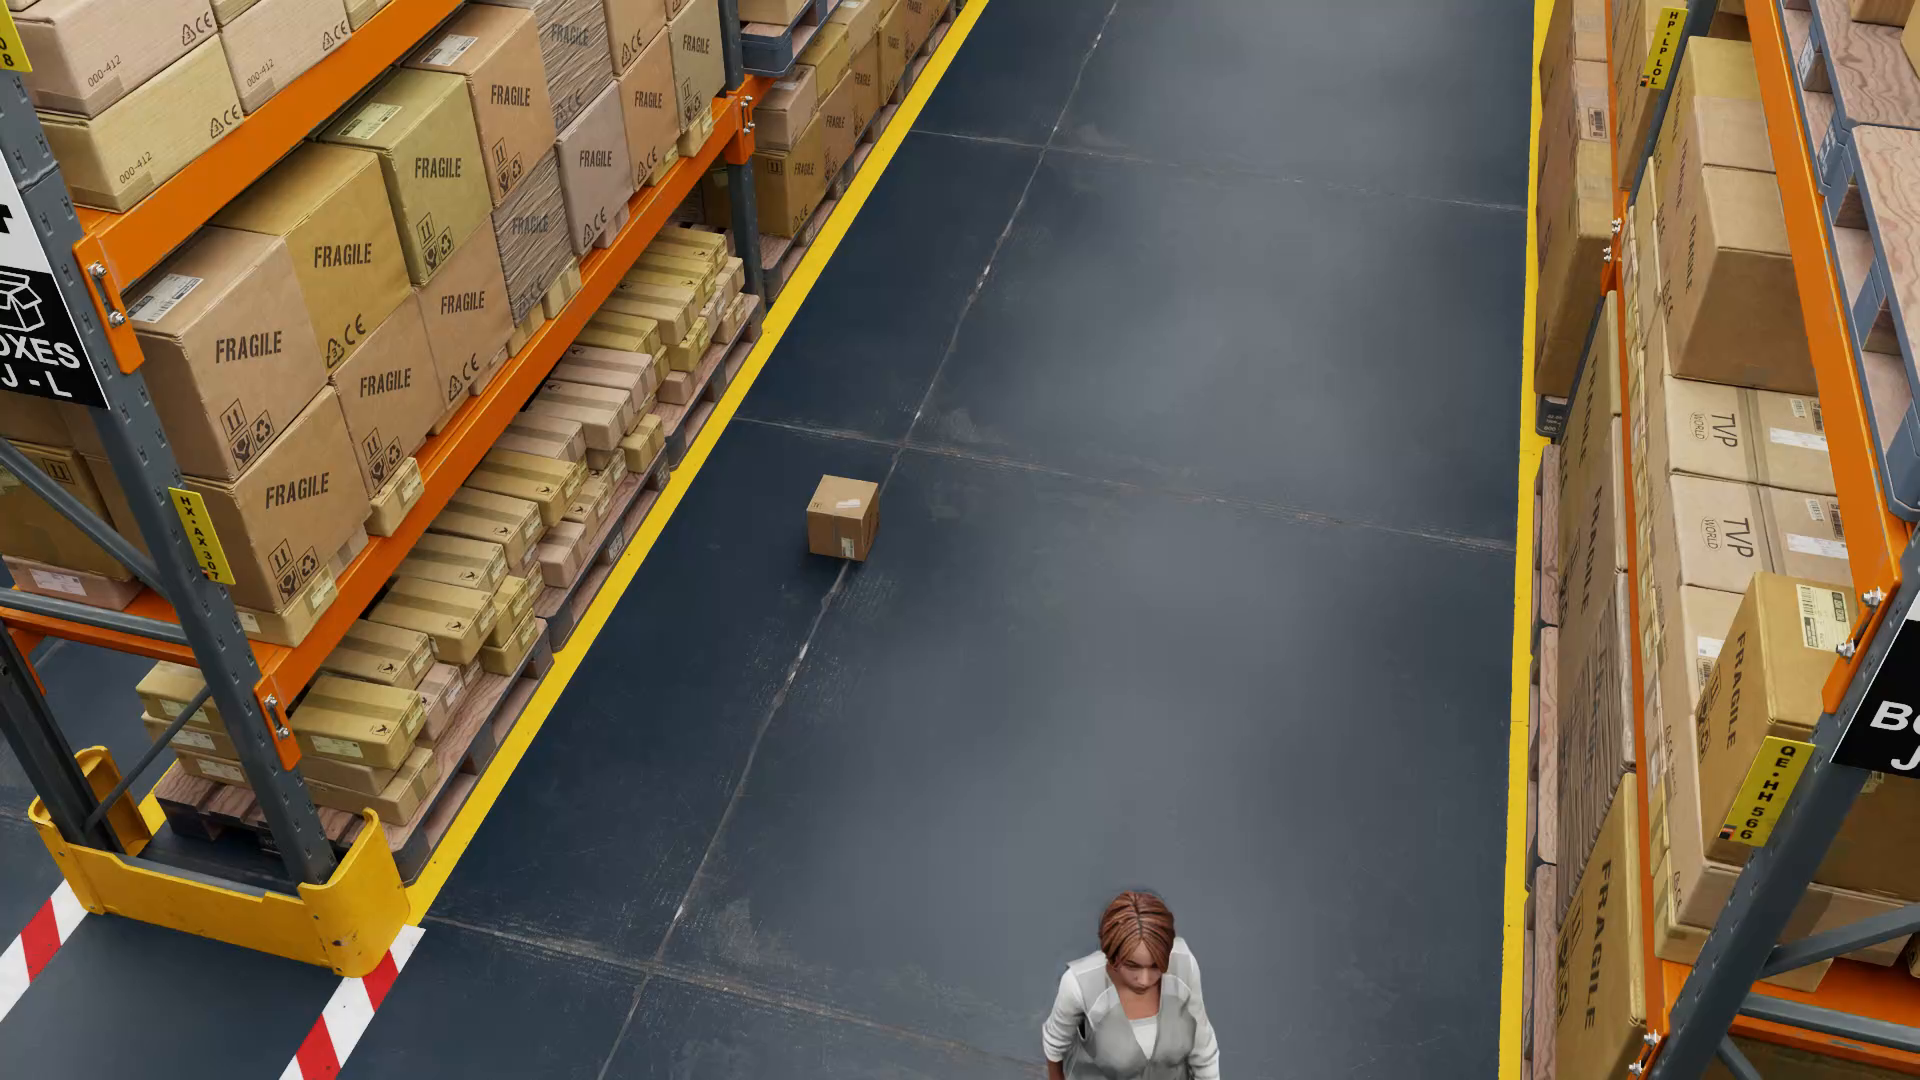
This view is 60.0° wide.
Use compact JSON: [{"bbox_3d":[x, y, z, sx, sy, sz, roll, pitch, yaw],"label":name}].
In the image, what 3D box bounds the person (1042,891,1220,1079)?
[{"bbox_3d":[0.475,1.528,4.427,0.423,1.551,0.899,-12,43,-14],"label":"person"}]
